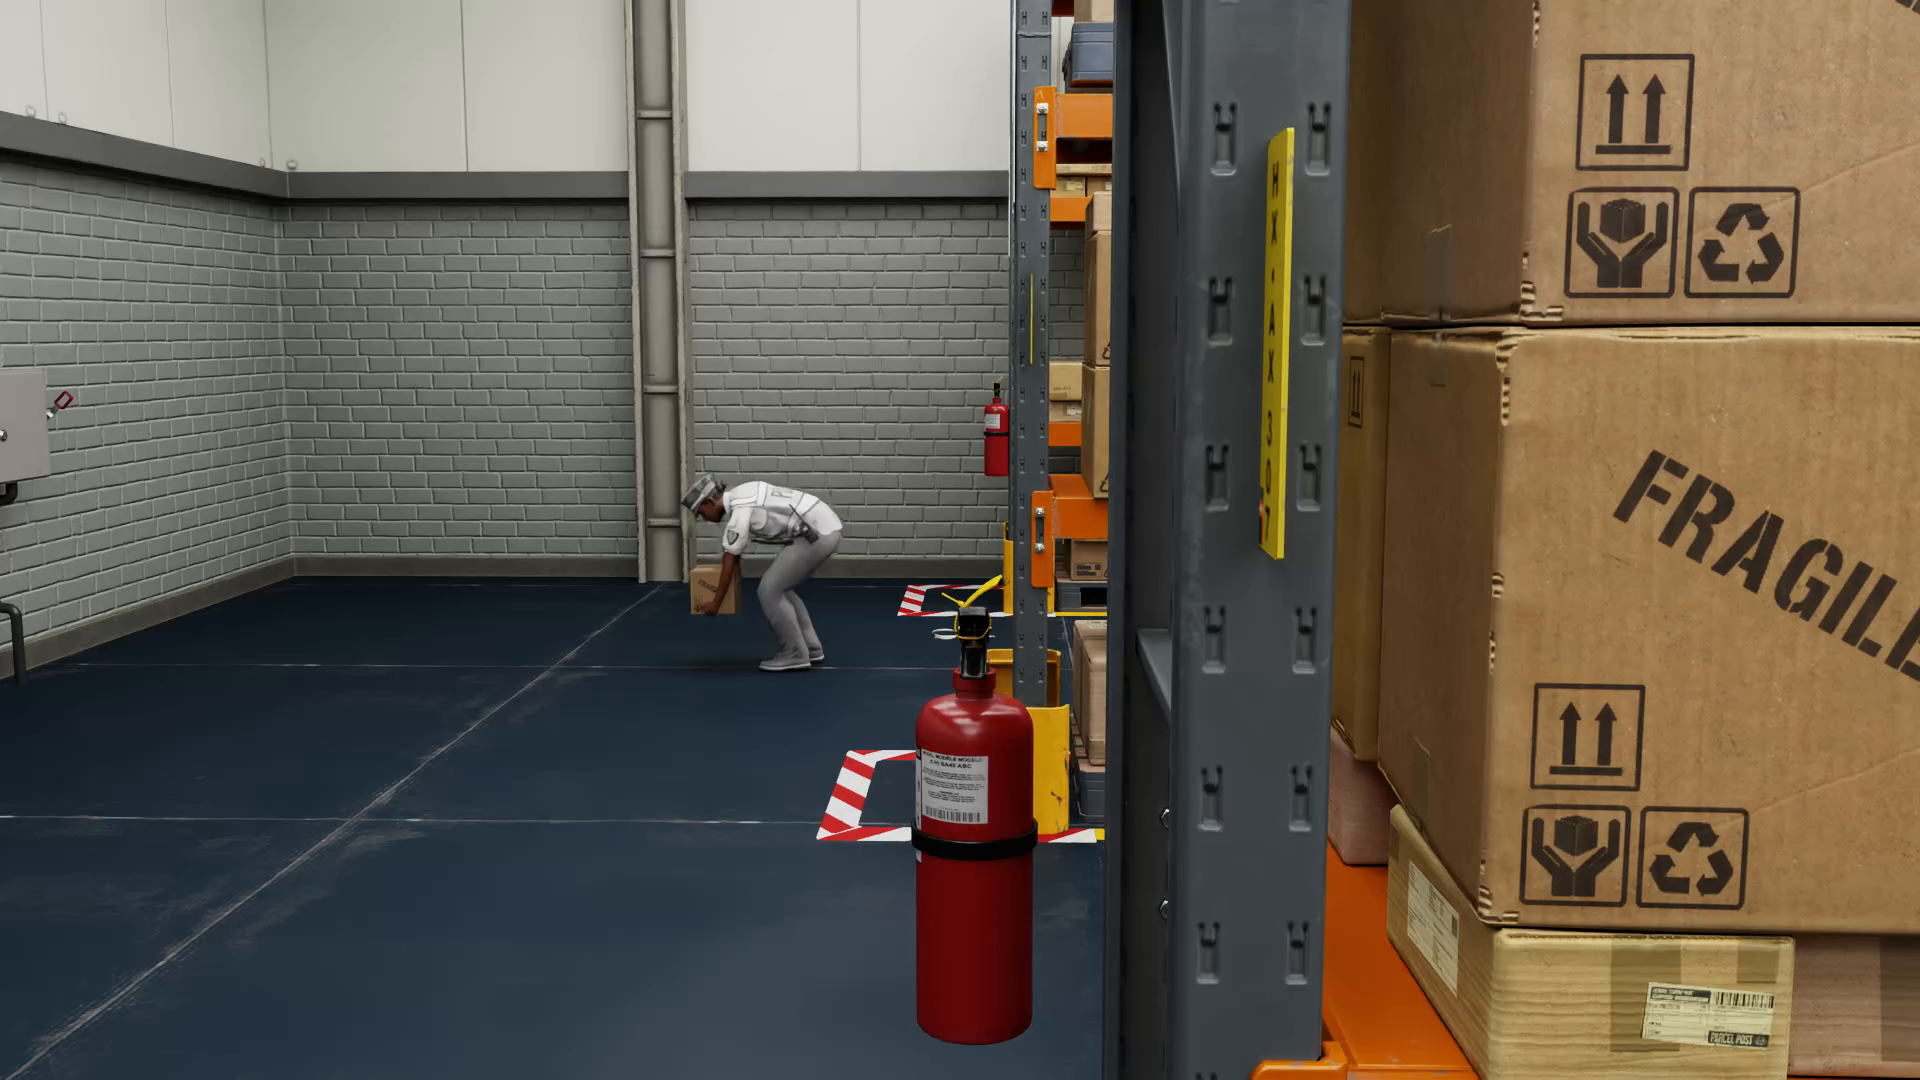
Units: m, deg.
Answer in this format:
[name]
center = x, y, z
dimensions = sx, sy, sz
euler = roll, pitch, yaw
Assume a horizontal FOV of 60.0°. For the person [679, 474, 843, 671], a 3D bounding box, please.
[person]
center = -1.135, 0.177, 9.535
dimensions = 0.928, 1.122, 0.441
euler = 0, 7, -1
